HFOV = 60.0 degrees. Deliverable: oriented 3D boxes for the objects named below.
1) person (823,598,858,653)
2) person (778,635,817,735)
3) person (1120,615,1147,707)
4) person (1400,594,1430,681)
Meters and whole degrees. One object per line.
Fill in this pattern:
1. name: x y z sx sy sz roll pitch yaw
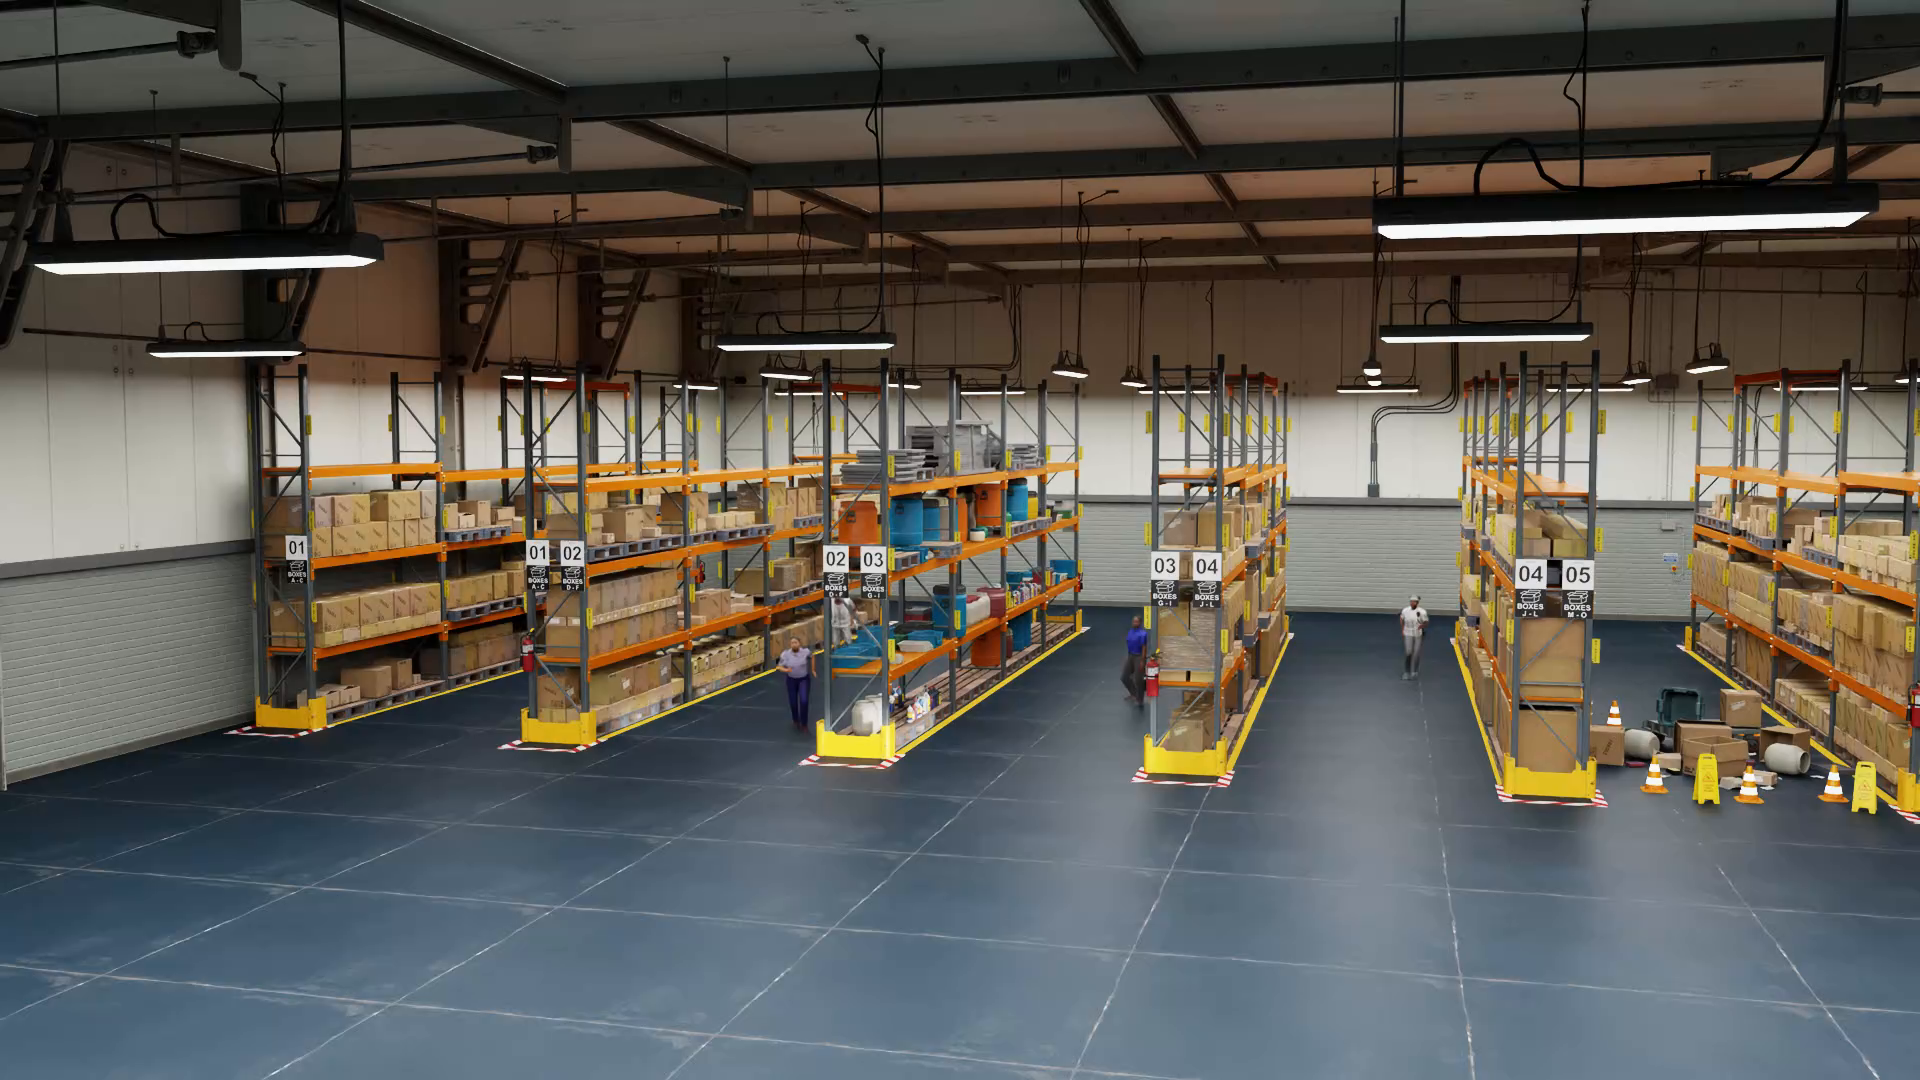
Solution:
1. person: -2.473 1.792 34.496 0.712 1.671 0.814 0 4 -3
2. person: -2.642 2.430 27.126 0.606 1.448 0.953 0 4 1
3. person: 3.128 2.157 29.611 0.441 1.661 0.613 -3 5 -40
4. person: 8.932 1.915 32.664 0.558 1.731 0.717 1 4 14
